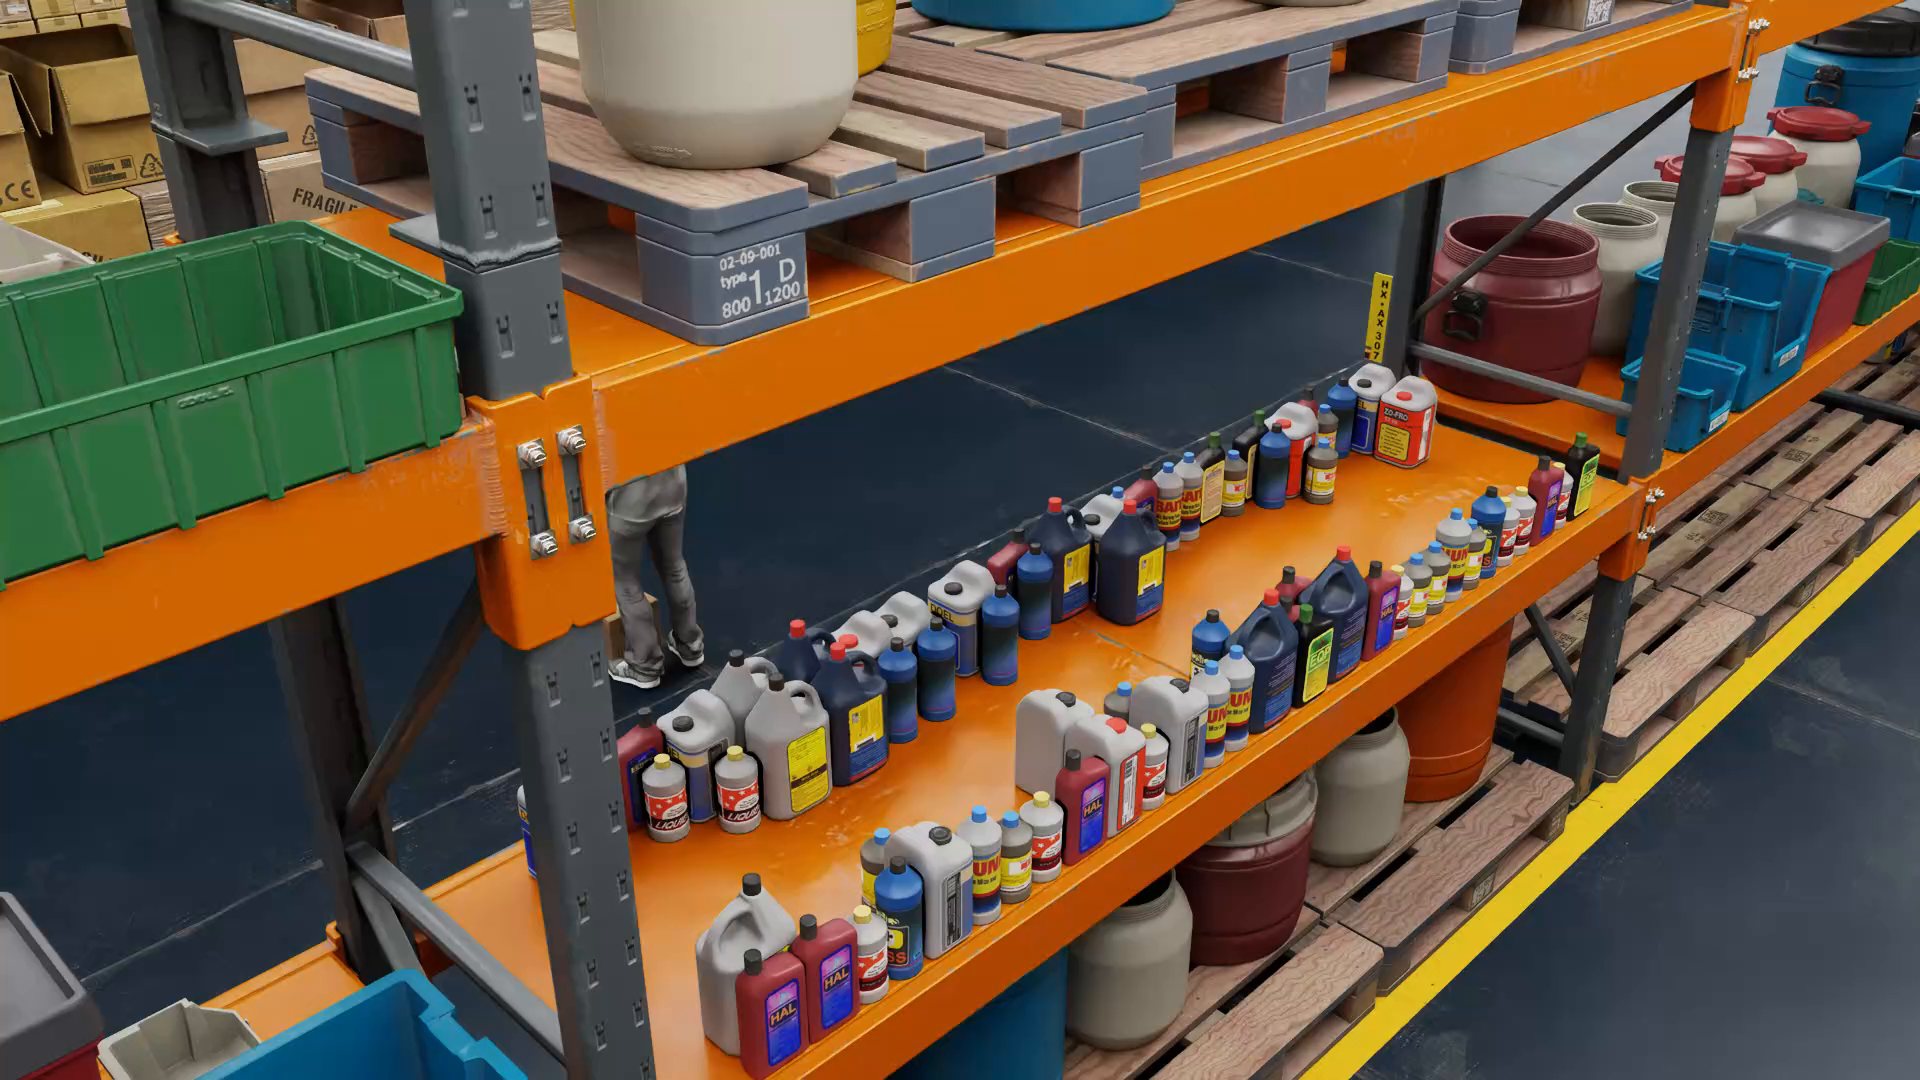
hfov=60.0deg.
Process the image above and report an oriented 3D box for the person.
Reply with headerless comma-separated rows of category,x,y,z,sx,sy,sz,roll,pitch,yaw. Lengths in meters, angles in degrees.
person,-1.236,-0.157,6.428,0.347,1.592,0.476,23,35,36
